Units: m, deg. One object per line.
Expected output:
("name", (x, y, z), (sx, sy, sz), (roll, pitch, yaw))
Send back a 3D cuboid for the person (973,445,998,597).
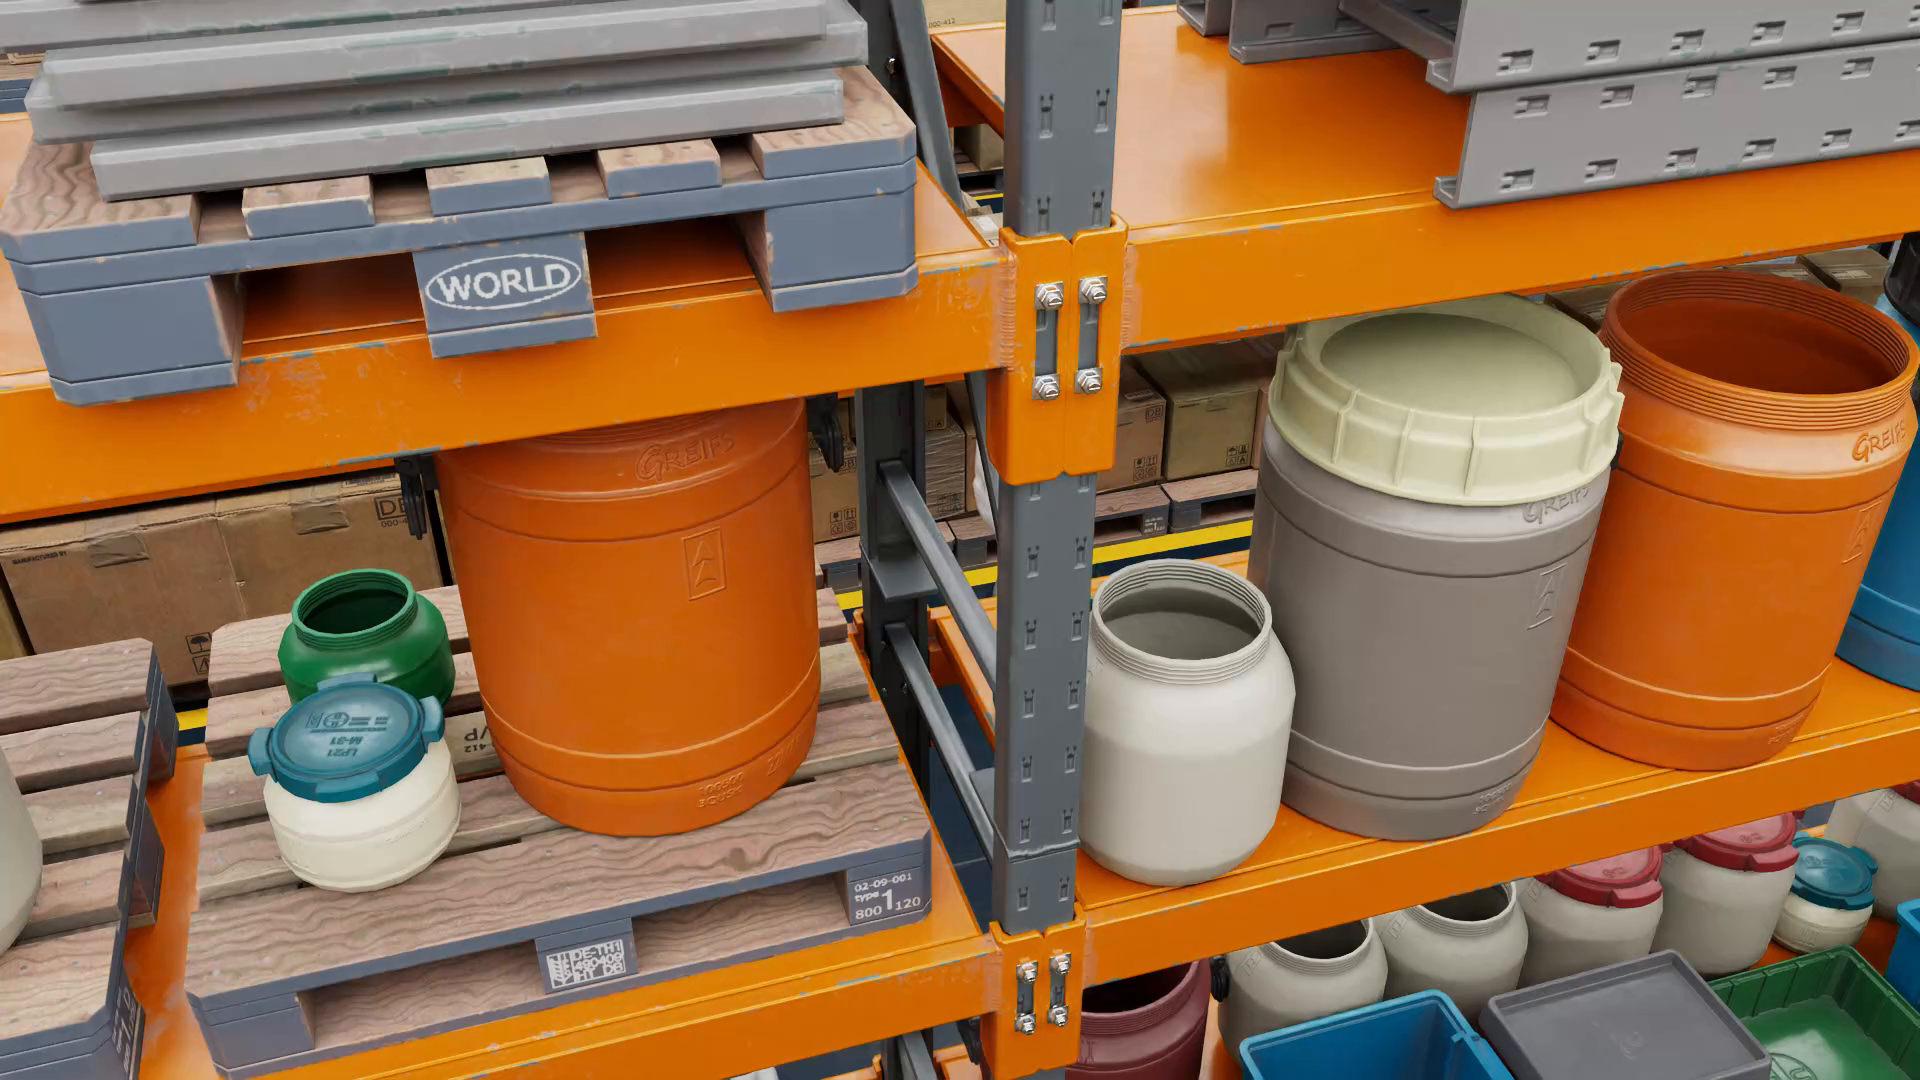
("person", (0.312, -0.140, 7.635), (0.461, 1.760, 0.637), (-11, 35, -16))
